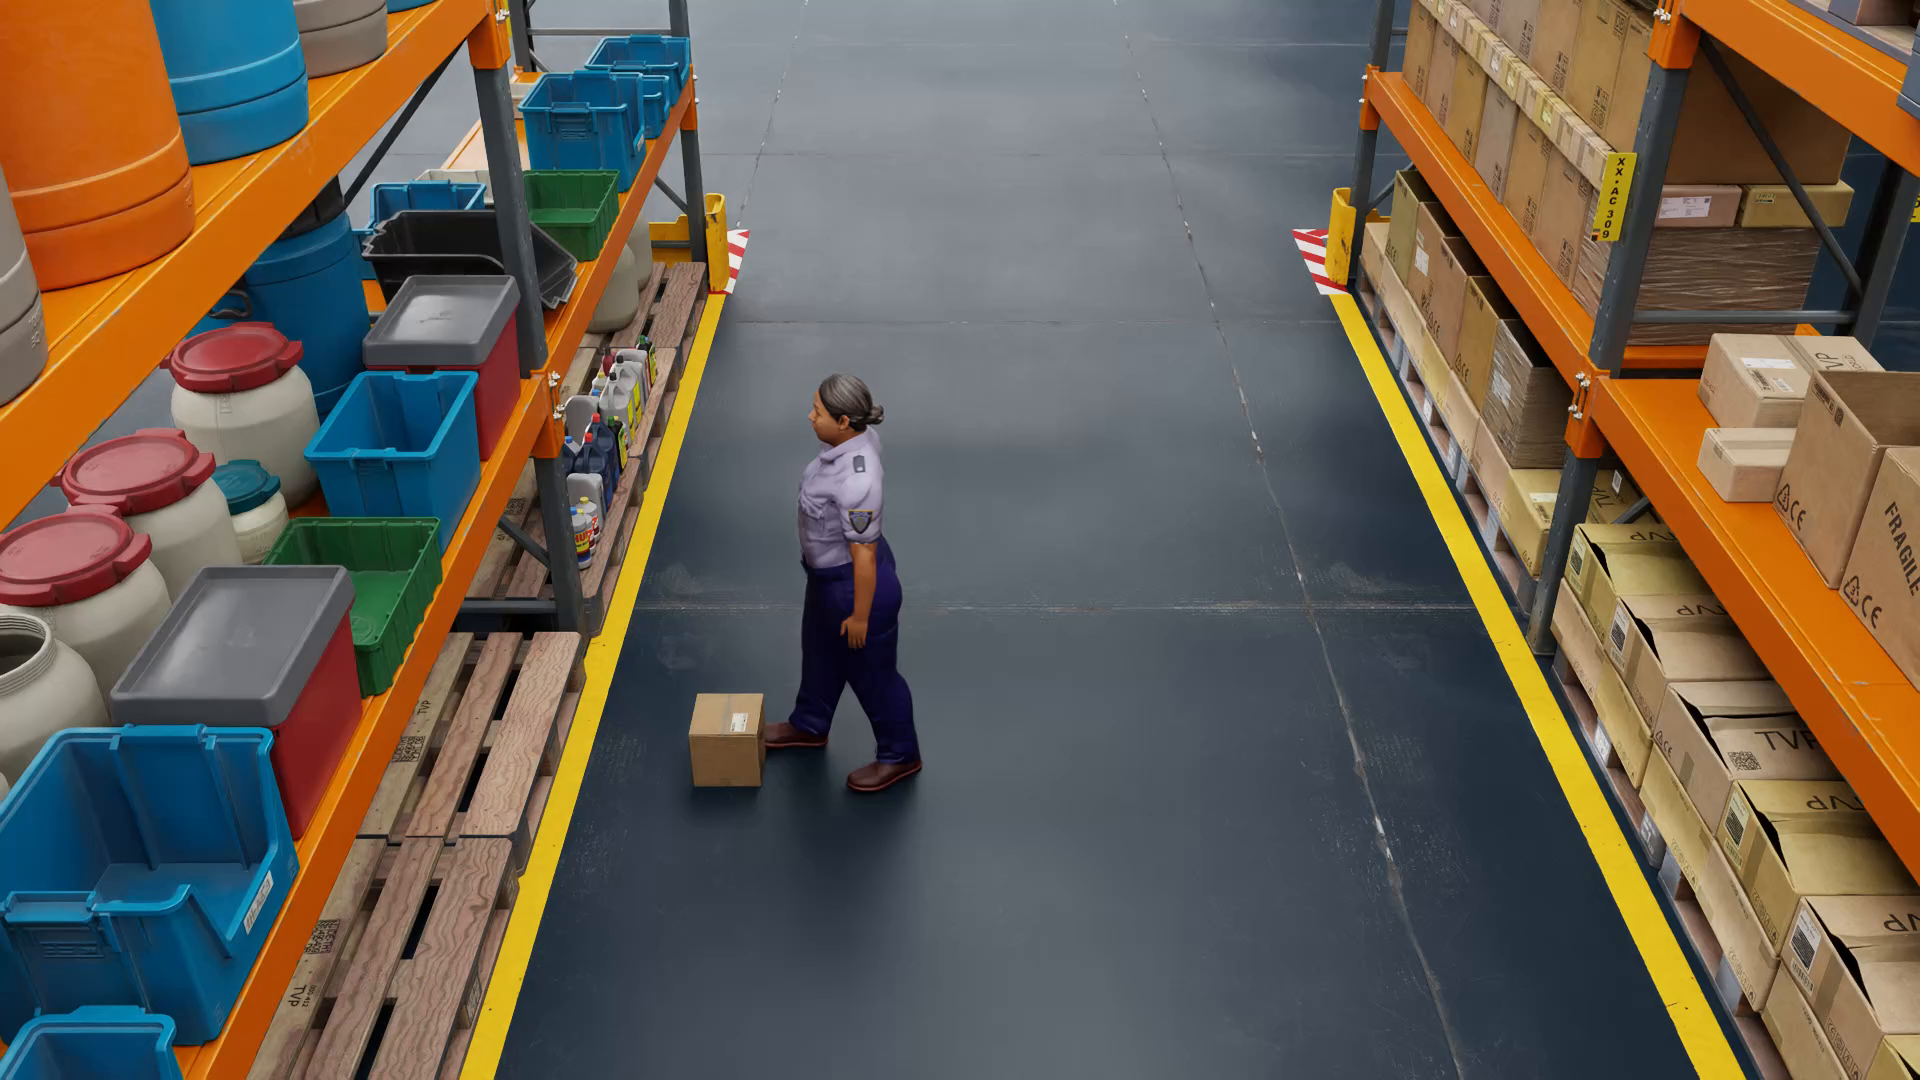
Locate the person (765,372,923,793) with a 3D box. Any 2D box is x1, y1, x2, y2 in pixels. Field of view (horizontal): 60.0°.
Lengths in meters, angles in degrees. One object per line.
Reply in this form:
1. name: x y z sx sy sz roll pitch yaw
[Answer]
1. person: -0.472 0.159 5.881 0.637 1.640 0.495 -4 32 -6
